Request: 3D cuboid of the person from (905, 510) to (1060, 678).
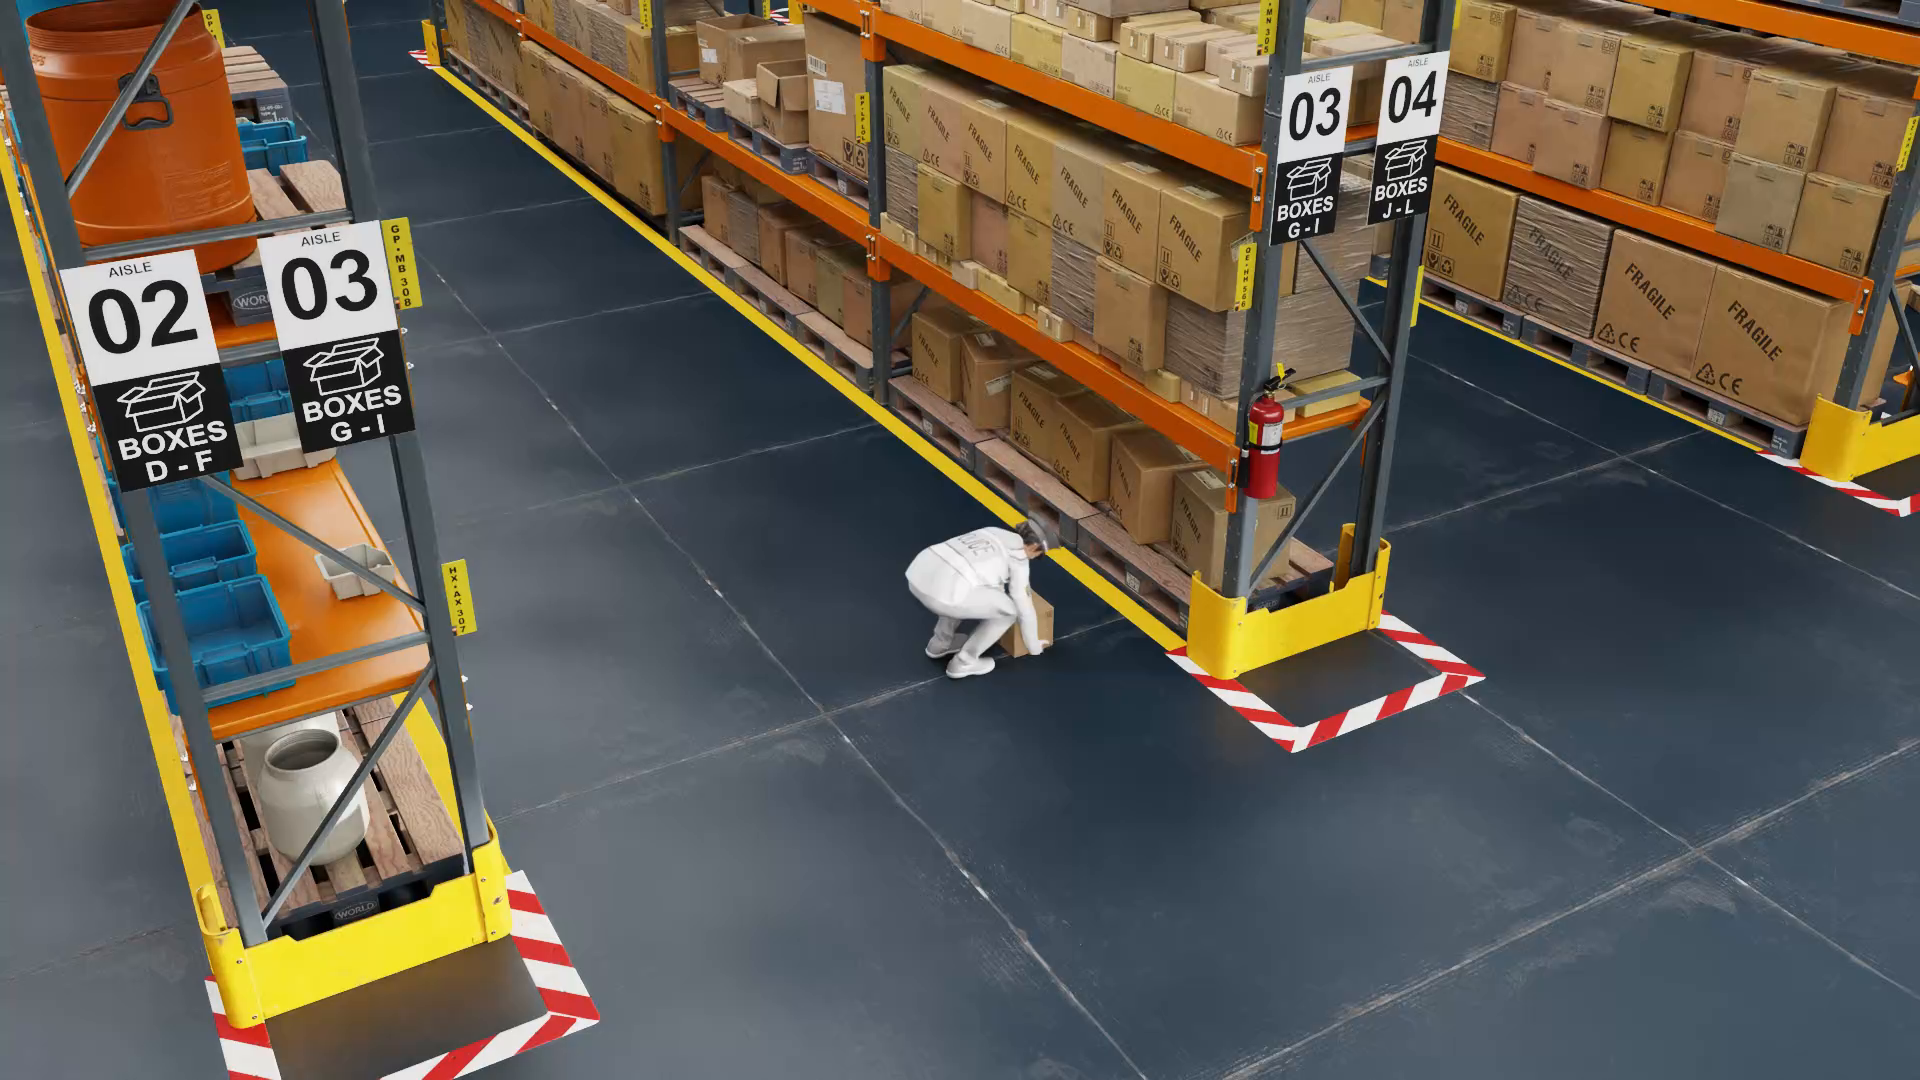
[{"bbox_3d":[0.142,0.294,8.974,0.915,0.774,0.457,-17,33,-28],"label":"person"}]
